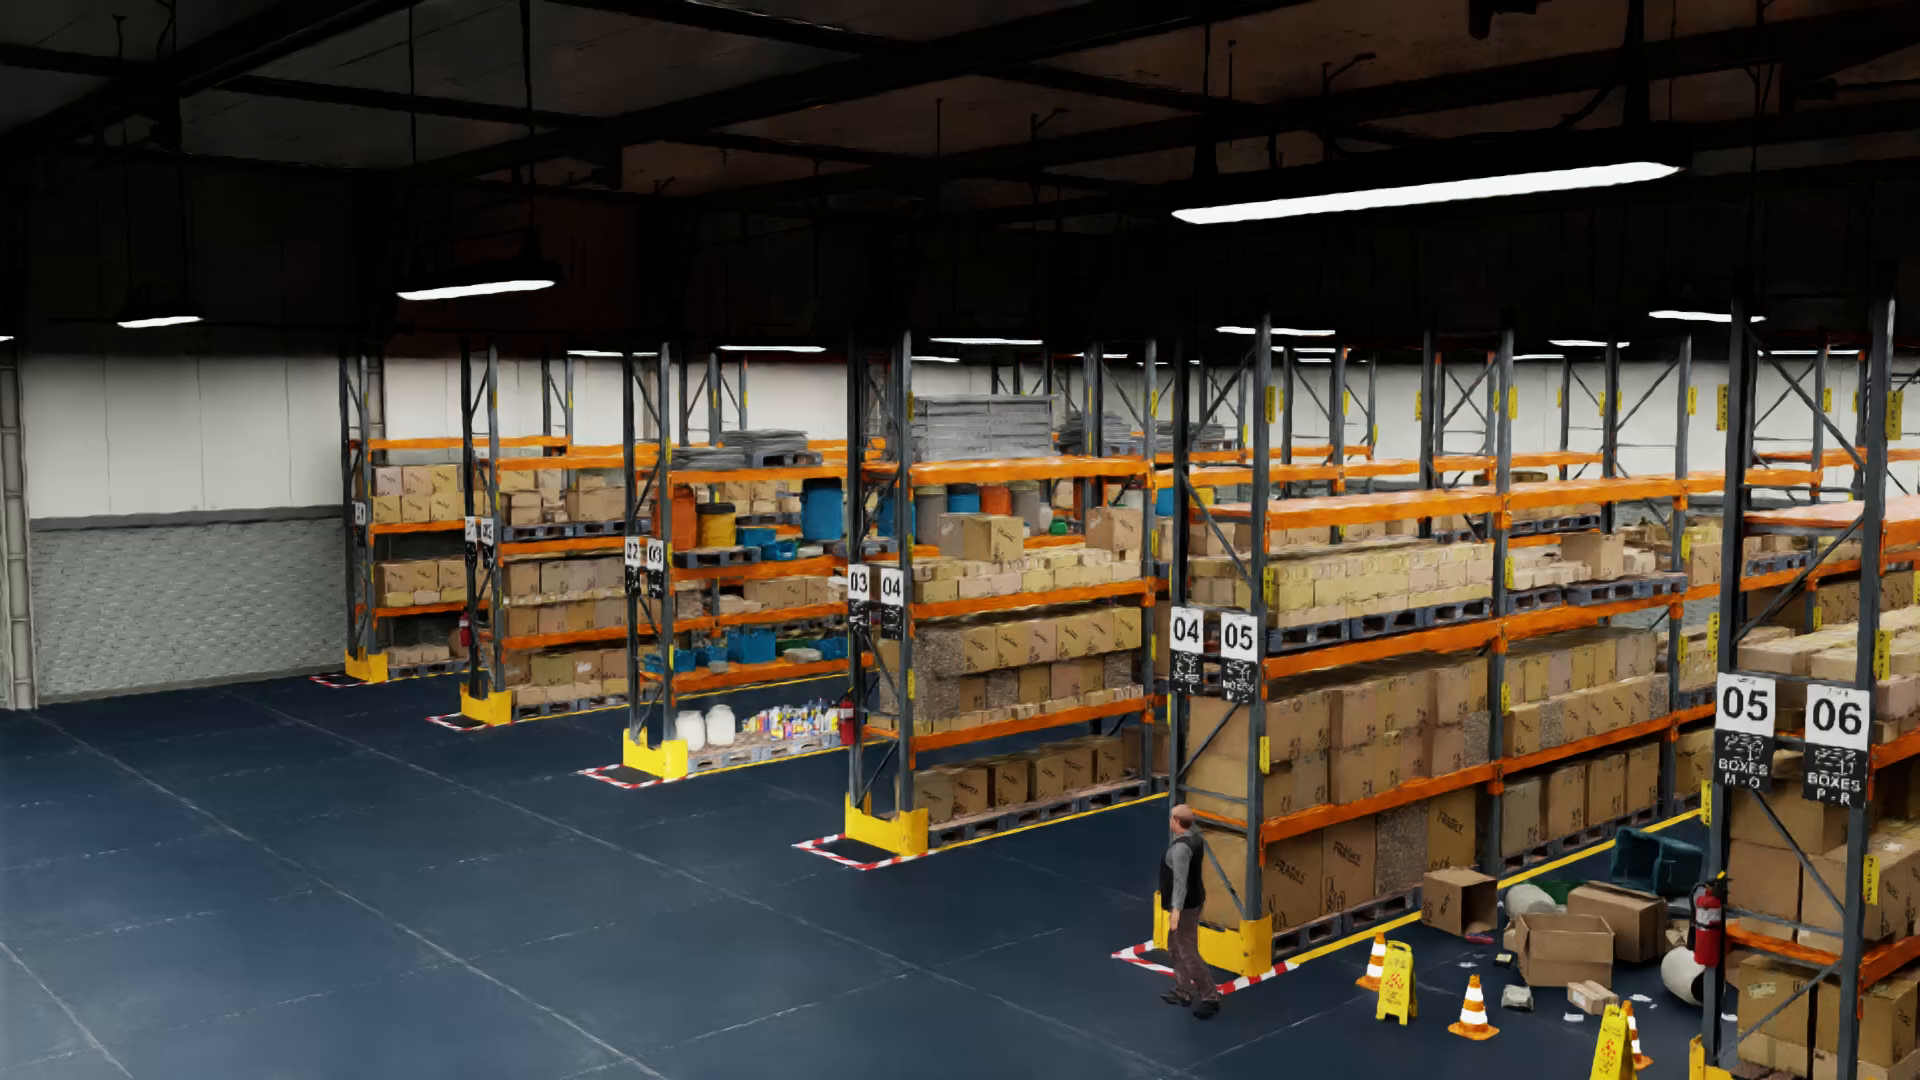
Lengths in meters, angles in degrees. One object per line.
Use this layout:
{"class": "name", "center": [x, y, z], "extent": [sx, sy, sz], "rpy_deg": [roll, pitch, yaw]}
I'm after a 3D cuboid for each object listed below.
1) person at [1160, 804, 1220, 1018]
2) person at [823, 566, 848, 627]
{"class": "person", "center": [1.931, 3.078, 13.922], "extent": [0.544, 1.707, 0.631], "rpy_deg": [2, 5, 20]}
{"class": "person", "center": [-2.401, 1.319, 32.953], "extent": [0.673, 1.763, 0.580], "rpy_deg": [-1, 5, -9]}
